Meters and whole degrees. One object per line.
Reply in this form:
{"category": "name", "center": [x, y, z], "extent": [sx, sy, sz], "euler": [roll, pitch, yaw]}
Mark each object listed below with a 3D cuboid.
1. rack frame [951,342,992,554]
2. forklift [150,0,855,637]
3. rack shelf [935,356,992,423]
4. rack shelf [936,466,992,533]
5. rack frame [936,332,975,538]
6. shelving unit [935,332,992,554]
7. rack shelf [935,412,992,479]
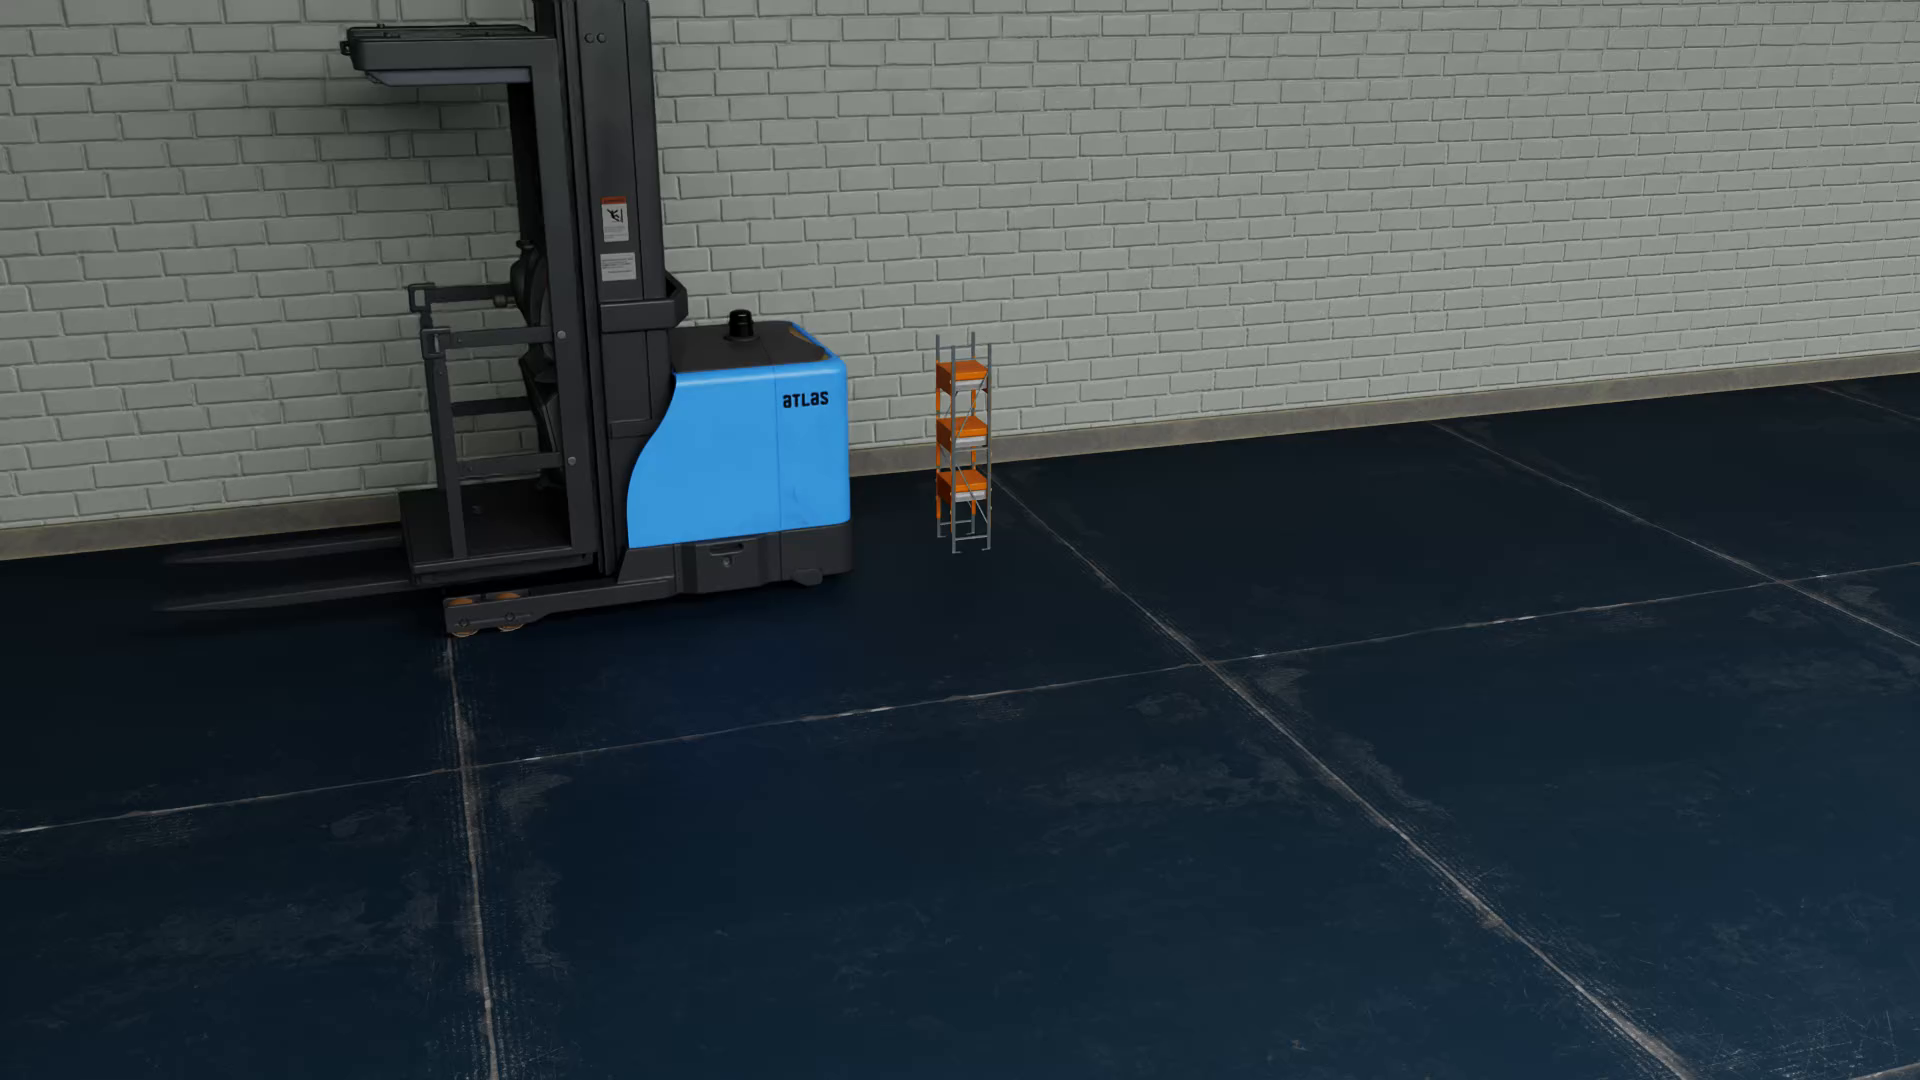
{"category": "rack frame", "center": [0.055, -0.438, 8.082], "extent": [0.200, 1.050, 0.008], "euler": [-6, 21, -17]}
{"category": "forklift", "center": [-2.071, -1.158, 7.304], "extent": [3.031, 2.935, 1.130], "euler": [-7, 21, -19]}
{"category": "rack shelf", "center": [0.017, -0.734, 8.099], "extent": [0.215, 0.259, 0.240], "euler": [-6, 21, -17]}
{"category": "rack shelf", "center": [0.017, -0.205, 8.289], "extent": [0.215, 0.259, 0.240], "euler": [-6, 21, -17]}
{"category": "rack frame", "center": [-0.022, -0.516, 8.300], "extent": [0.200, 1.050, 0.008], "euler": [-6, 21, -17]}
{"category": "shelving unit", "center": [0.017, -0.477, 8.191], "extent": [0.215, 1.050, 0.252], "euler": [-6, 21, -17]}
{"category": "rack shelf", "center": [0.017, -0.467, 8.195], "extent": [0.215, 0.259, 0.240], "euler": [-6, 21, -17]}
